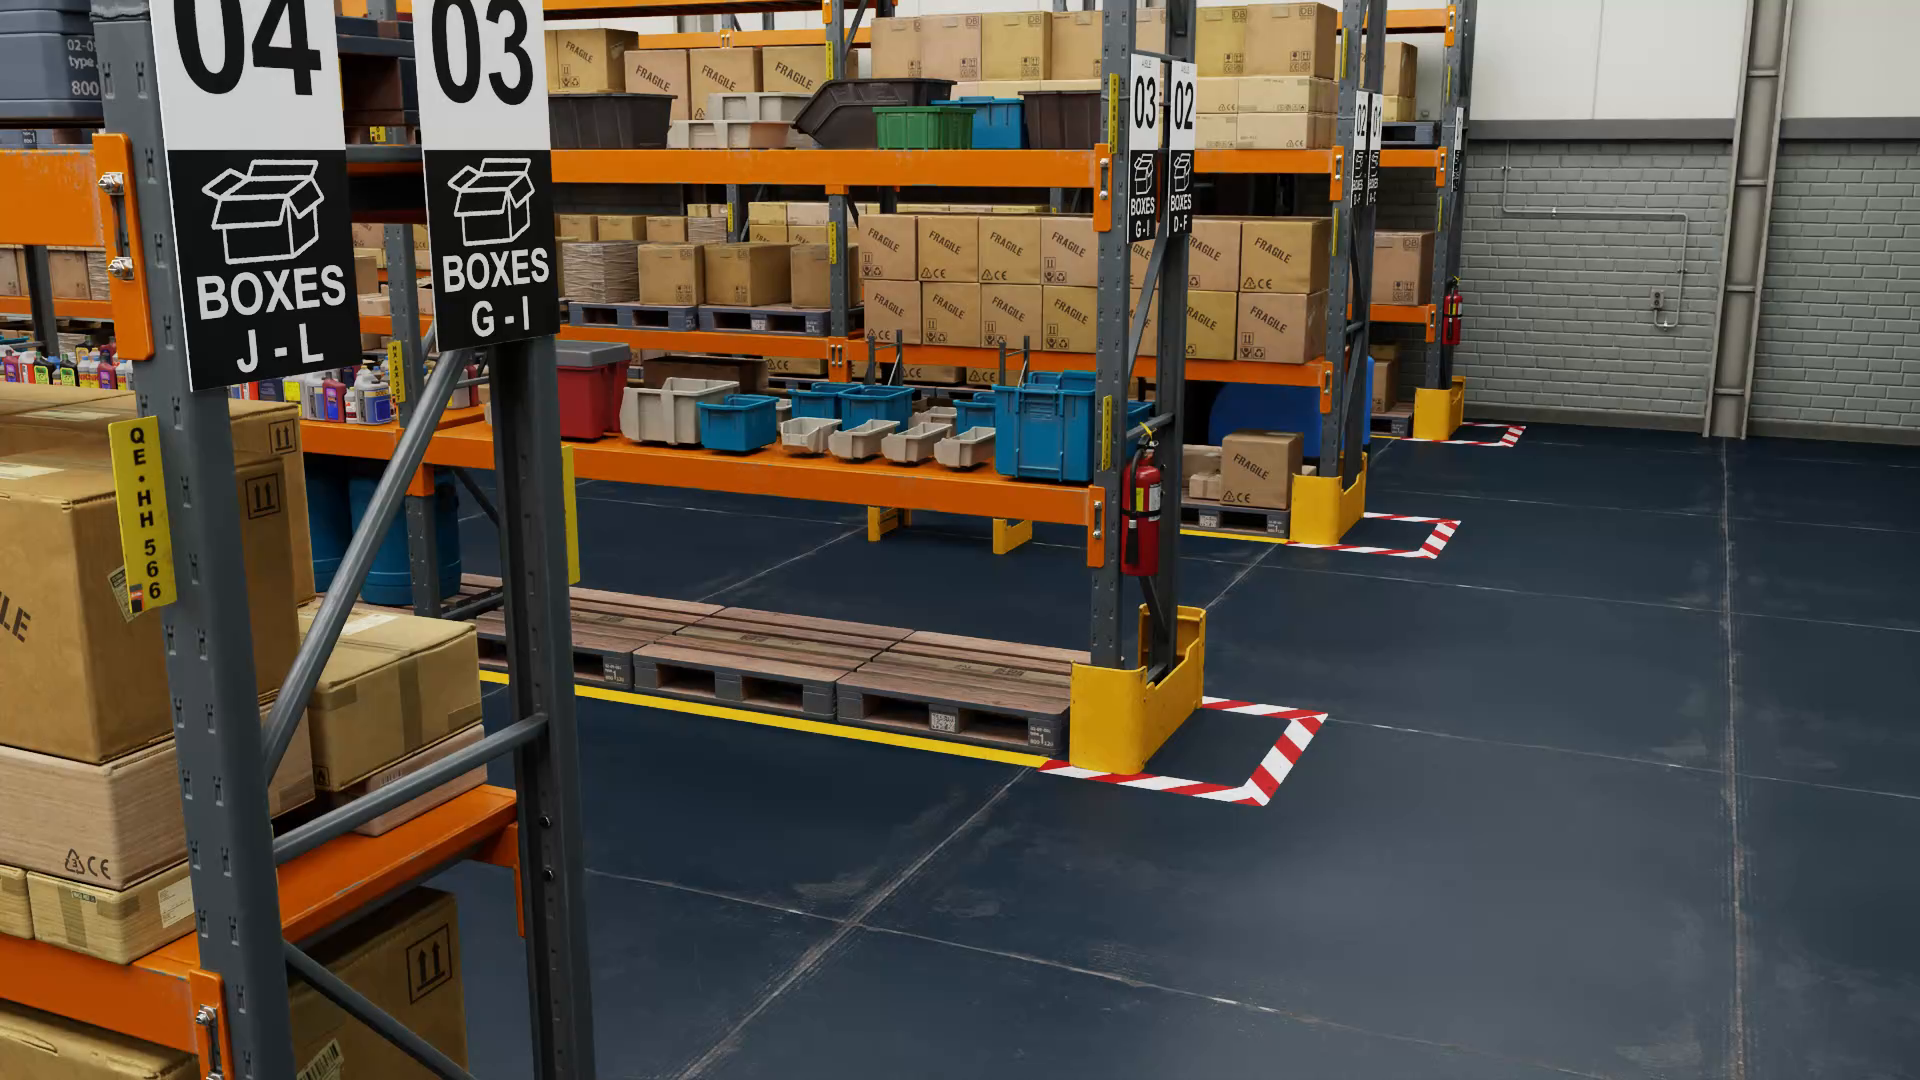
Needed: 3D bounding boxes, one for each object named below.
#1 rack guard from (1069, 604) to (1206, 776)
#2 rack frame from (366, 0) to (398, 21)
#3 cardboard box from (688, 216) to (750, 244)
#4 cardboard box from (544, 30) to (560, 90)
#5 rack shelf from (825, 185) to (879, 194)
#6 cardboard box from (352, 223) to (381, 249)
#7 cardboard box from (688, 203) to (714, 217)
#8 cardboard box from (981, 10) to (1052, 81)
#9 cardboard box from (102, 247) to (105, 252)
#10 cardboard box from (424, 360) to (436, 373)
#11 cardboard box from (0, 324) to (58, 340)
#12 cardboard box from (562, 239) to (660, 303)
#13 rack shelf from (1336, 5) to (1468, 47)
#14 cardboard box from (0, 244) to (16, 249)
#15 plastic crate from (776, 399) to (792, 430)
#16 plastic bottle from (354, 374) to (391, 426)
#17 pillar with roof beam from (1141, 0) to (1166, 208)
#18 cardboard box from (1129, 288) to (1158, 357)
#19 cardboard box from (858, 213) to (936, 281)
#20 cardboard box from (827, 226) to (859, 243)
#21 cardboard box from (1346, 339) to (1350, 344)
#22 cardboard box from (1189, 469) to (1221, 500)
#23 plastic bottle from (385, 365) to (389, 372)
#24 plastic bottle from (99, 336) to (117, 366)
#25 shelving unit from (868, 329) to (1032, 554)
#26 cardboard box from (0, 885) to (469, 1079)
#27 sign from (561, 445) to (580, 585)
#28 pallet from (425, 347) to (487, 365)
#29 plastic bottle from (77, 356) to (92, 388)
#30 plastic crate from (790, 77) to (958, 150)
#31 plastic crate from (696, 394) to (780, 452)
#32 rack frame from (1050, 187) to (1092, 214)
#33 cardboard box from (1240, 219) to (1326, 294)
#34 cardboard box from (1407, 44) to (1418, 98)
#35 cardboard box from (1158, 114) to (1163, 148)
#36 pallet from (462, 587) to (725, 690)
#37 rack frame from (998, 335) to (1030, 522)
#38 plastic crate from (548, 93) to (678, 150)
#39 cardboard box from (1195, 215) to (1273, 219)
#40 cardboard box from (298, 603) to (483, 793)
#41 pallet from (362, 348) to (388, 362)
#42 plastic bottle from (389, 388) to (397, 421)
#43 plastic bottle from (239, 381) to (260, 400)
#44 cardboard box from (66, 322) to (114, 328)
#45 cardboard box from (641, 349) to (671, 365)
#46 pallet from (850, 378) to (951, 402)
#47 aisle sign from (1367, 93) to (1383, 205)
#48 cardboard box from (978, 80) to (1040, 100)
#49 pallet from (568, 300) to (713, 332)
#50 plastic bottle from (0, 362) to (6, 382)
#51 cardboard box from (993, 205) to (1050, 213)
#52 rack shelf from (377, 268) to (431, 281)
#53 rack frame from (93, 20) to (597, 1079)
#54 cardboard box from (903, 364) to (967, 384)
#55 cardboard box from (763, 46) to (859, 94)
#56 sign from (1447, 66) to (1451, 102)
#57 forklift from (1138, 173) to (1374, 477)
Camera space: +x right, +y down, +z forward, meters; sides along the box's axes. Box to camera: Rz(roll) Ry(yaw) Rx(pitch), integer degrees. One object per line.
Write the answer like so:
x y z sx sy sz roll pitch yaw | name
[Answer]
0.885 0.706 8.152 0.348 0.500 1.175 6 14 23 | rack guard
-2.799 -3.801 8.757 0.127 3.000 1.000 6 14 23 | rack frame
-2.878 -3.624 19.952 0.500 0.500 0.700 4 14 17 | cardboard box
-3.584 -4.192 14.580 0.500 0.500 0.500 6 14 23 | cardboard box
-2.618 -3.210 14.378 4.000 0.370 1.077 6 14 23 | rack shelf
-7.573 -4.065 21.655 0.500 0.500 0.500 5 14 22 | cardboard box
-3.072 -3.951 19.925 0.250 0.149 0.380 3 14 14 | cardboard box
0.530 -3.753 12.708 0.500 0.500 0.700 6 14 23 | cardboard box
-8.440 -3.000 16.835 0.250 0.149 0.380 6 14 23 | cardboard box
-5.291 -1.581 16.296 0.500 0.311 0.500 5 14 22 | cardboard box
-9.991 -2.021 17.759 0.500 0.500 0.500 6 14 23 | cardboard box
-3.067 -2.379 14.689 0.500 0.500 0.700 9 16 34 | cardboard box
3.042 -5.141 16.914 4.000 0.370 1.077 6 14 23 | rack shelf
-9.844 -3.142 17.439 0.250 0.149 0.380 6 15 25 | cardboard box
-1.086 -0.683 9.046 0.466 0.136 0.293 6 14 23 | plastic crate
-3.291 -0.789 9.324 0.135 0.276 0.152 6 14 23 | plastic bottle
0.460 -5.087 14.237 0.400 9.000 9.100 6 14 23 | pillar with roof beam
1.418 -1.673 12.598 0.500 0.500 0.500 6 14 24 | cardboard box
-0.473 -2.348 13.288 0.500 0.500 0.500 6 15 25 | cardboard box
-1.175 -3.328 18.959 0.500 0.500 0.500 6 14 23 | cardboard box
3.922 -2.004 17.361 0.250 0.149 0.380 6 14 23 | cardboard box
1.937 -0.435 12.781 0.250 0.166 0.380 6 14 23 | cardboard box
-3.403 -0.977 10.122 0.135 0.276 0.152 6 14 23 | plastic bottle
-5.703 -1.224 11.162 0.133 0.283 0.061 6 14 23 | plastic bottle
-0.070 -0.737 12.114 1.083 1.500 0.587 6 14 23 | shelving unit
-1.766 1.311 3.832 0.875 0.875 0.875 6 14 23 | cardboard box
-0.918 -0.051 3.840 0.005 0.325 0.100 6 14 23 | sign
-6.729 -2.387 21.967 1.213 0.211 1.003 6 14 23 | pallet
-5.341 -0.988 10.179 0.097 0.271 0.097 0 13 0 | plastic bottle
-0.428 -2.139 8.376 0.767 0.338 0.504 6 14 23 | plastic crate
-1.124 -0.595 8.458 0.300 0.233 0.416 6 14 23 | plastic crate
1.213 -2.950 18.260 0.127 3.000 1.000 6 14 23 | rack frame
2.349 -2.064 12.077 0.500 0.500 0.500 6 14 23 | cardboard box
4.301 -4.703 16.715 0.500 0.500 0.500 5 14 21 | cardboard box
1.376 -3.017 12.307 0.500 0.250 0.500 6 14 23 | cardboard box
-2.111 0.537 9.505 1.213 0.211 1.003 6 14 23 | pallet
0.387 -0.691 11.917 0.032 1.500 0.500 6 14 23 | rack frame
-1.775 -2.105 8.380 0.590 0.269 0.497 6 14 23 | plastic crate
2.088 -2.223 12.756 0.500 0.500 0.500 6 14 24 | cardboard box
-1.478 0.351 3.869 0.500 0.250 0.500 5 14 22 | cardboard box
-7.849 -2.500 22.447 1.213 0.211 1.003 6 14 23 | pallet
-3.257 -0.781 9.451 0.097 0.201 0.097 0 13 0 | plastic bottle
-4.086 -0.870 9.667 0.135 0.276 0.152 6 14 23 | plastic bottle
-9.316 -2.087 18.040 0.500 0.500 0.500 6 14 23 | cardboard box
-3.547 -2.445 20.617 0.500 0.500 0.700 6 14 23 | cardboard box
-0.642 -1.761 19.296 1.213 0.211 1.003 6 14 23 | pallet
3.049 -2.865 12.210 0.004 0.787 0.394 6 14 23 | aisle sign
0.465 -3.354 12.651 0.500 0.250 0.500 6 14 23 | cardboard box
-2.667 -2.013 14.686 1.213 0.211 1.003 6 14 23 | pallet
-6.008 -1.021 10.475 0.097 0.201 0.097 0 13 0 | plastic bottle
0.683 -3.508 18.083 0.500 0.250 0.500 6 15 25 | cardboard box
-7.930 -3.525 22.286 4.000 0.370 1.077 6 14 23 | rack shelf
-1.148 0.524 3.456 0.127 3.000 1.000 6 14 23 | rack frame
-0.248 -2.222 18.946 0.750 0.750 0.750 6 15 25 | cardboard box
-1.220 -3.739 13.700 0.600 0.600 0.600 4 14 18 | cardboard box
4.638 -4.321 15.771 0.005 0.325 0.100 6 14 23 | sign
2.146 -2.115 14.853 3.031 2.935 1.130 11 17 40 | forklift
